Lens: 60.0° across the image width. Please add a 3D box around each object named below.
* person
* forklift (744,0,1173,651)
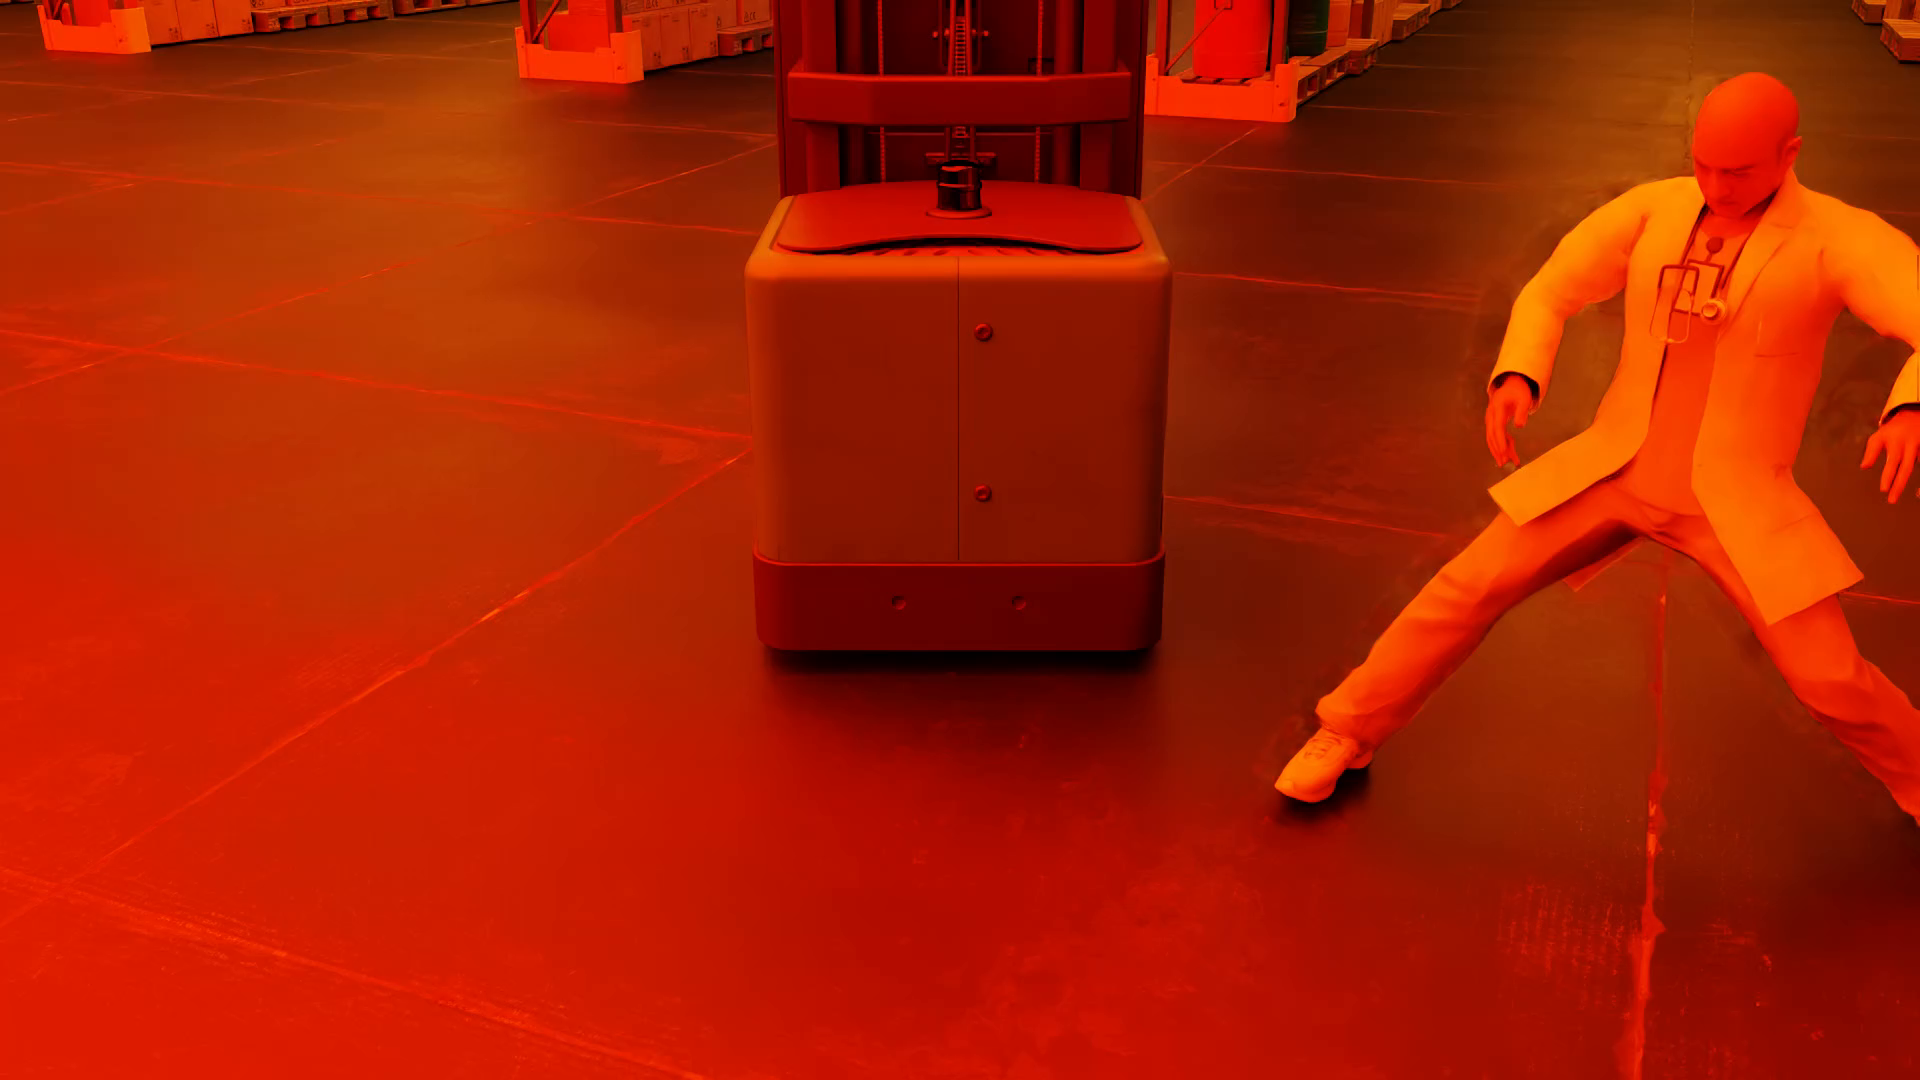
[{"bbox_3d":[1.460,-0.111,3.321,1.268,1.571,1.027,20,30,40],"label":"person"},{"bbox_3d":[0.002,-1.587,5.089,1.130,2.935,3.031,0,23,0],"label":"forklift"}]
